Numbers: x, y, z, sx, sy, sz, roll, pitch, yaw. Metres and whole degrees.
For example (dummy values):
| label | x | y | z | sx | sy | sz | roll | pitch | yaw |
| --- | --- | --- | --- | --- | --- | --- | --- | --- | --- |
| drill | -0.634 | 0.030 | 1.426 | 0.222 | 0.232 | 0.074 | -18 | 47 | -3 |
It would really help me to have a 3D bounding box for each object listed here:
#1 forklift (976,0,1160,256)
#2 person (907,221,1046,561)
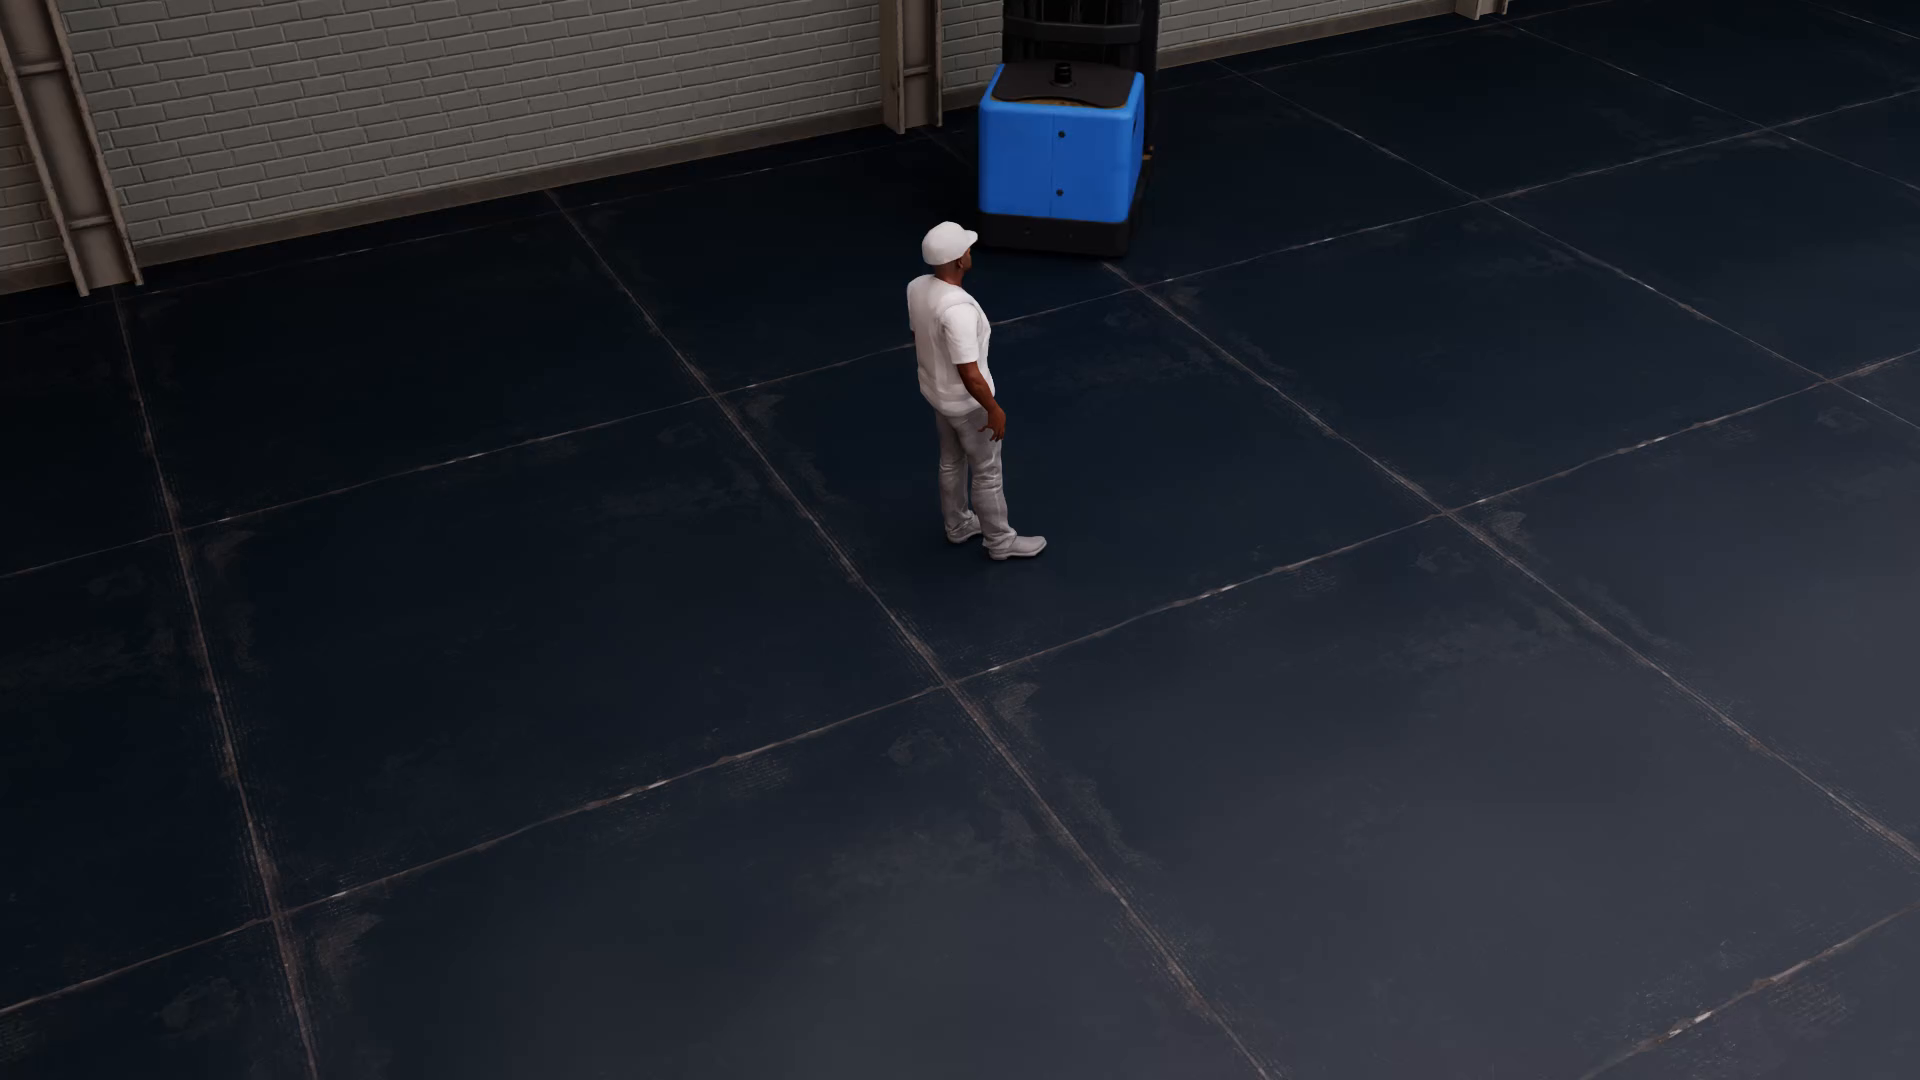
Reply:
| label | x | y | z | sx | sy | sz | roll | pitch | yaw |
| --- | --- | --- | --- | --- | --- | --- | --- | --- | --- |
| forklift | 0.889 | -3.960 | 11.726 | 1.130 | 2.935 | 3.031 | 6 | 36 | 9 |
| person | 0.064 | -0.743 | 8.170 | 0.577 | 1.765 | 0.665 | -17 | 39 | -23 |
